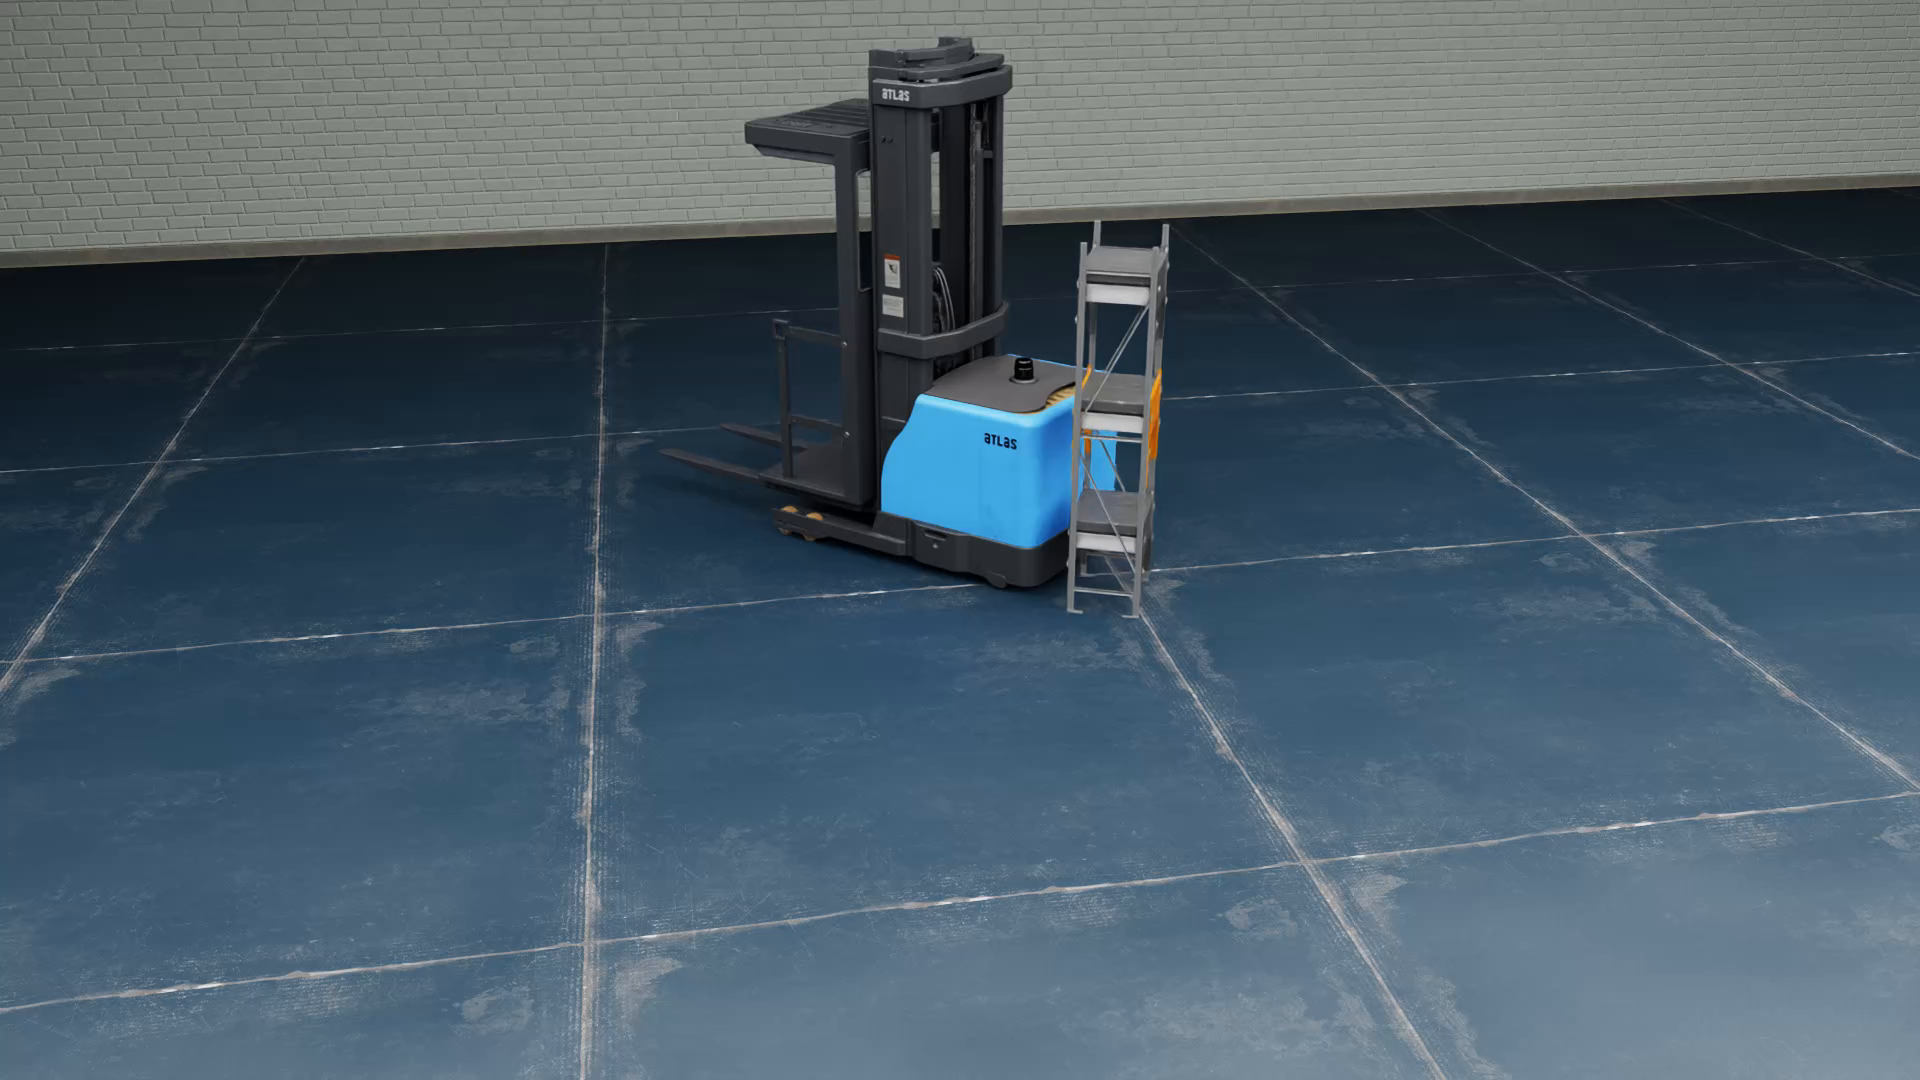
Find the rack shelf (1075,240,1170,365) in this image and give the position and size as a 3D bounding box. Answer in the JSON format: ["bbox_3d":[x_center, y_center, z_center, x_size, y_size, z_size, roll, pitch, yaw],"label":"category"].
[{"bbox_3d":[0.860,-1.260,8.786,0.431,0.518,0.480,5,25,11],"label":"rack shelf"}]

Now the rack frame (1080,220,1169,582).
[{"bbox_3d":[0.908,-0.732,9.285,0.400,2.100,0.015,5,25,11],"label":"rack frame"}]

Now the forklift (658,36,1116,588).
[{"bbox_3d":[-0.561,-1.502,10.028,3.031,2.935,1.130,15,28,30],"label":"forklift"}]

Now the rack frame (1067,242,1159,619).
[{"bbox_3d":[0.803,-0.537,8.851,0.400,2.100,0.015,5,25,11],"label":"rack frame"}]

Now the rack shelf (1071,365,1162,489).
[{"bbox_3d":[0.856,-0.622,9.074,0.431,0.518,0.480,5,25,11],"label":"rack shelf"}]

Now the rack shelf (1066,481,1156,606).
[{"bbox_3d":[0.851,0.016,9.362,0.431,0.518,0.480,5,25,11],"label":"rack shelf"}]

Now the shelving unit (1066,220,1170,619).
[{"bbox_3d":[0.856,-0.635,9.068,0.431,2.100,0.503,5,25,11],"label":"shelving unit"}]
